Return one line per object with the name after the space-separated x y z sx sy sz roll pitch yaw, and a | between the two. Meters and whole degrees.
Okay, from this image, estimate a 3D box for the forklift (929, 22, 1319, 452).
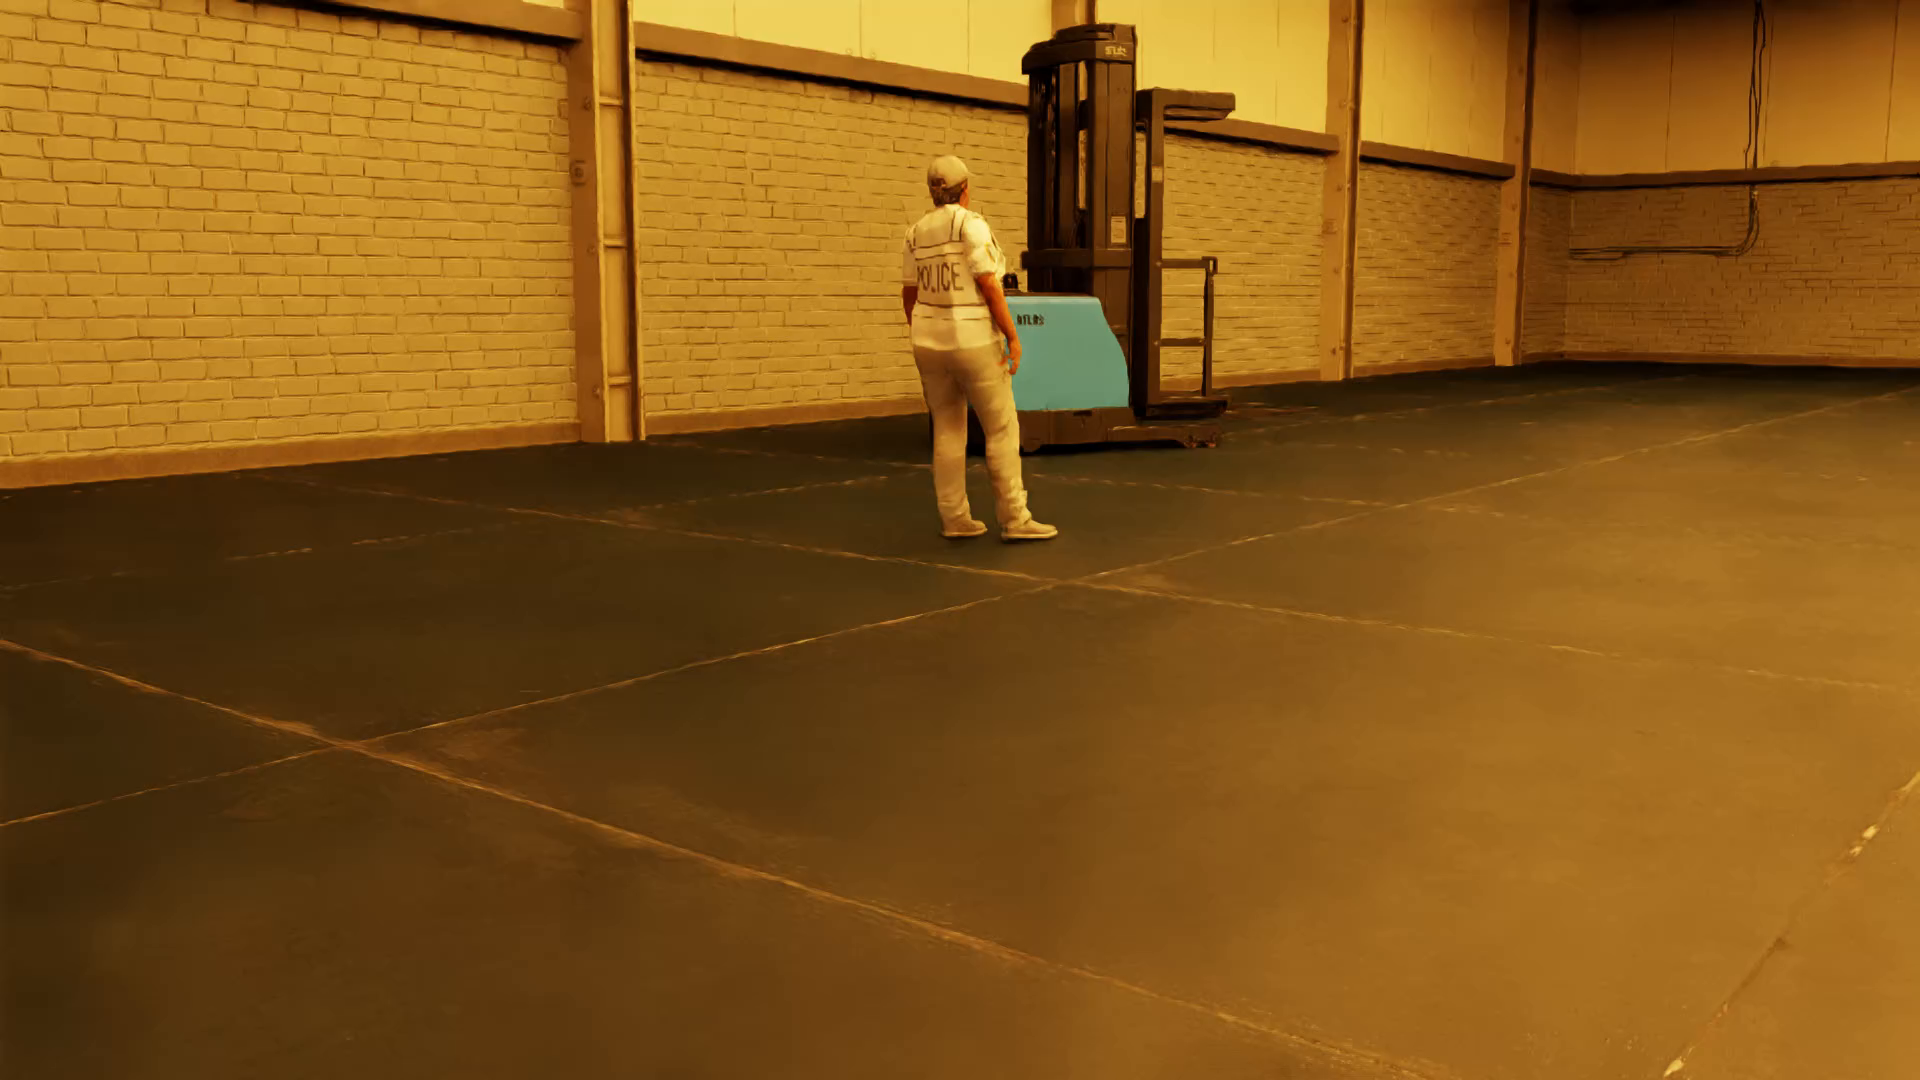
1.307 -2.179 12.175 3.031 2.935 1.130 -5 10 -31 | forklift

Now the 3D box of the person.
0.066 -0.838 7.328 0.598 1.669 0.529 7 11 38 | person
